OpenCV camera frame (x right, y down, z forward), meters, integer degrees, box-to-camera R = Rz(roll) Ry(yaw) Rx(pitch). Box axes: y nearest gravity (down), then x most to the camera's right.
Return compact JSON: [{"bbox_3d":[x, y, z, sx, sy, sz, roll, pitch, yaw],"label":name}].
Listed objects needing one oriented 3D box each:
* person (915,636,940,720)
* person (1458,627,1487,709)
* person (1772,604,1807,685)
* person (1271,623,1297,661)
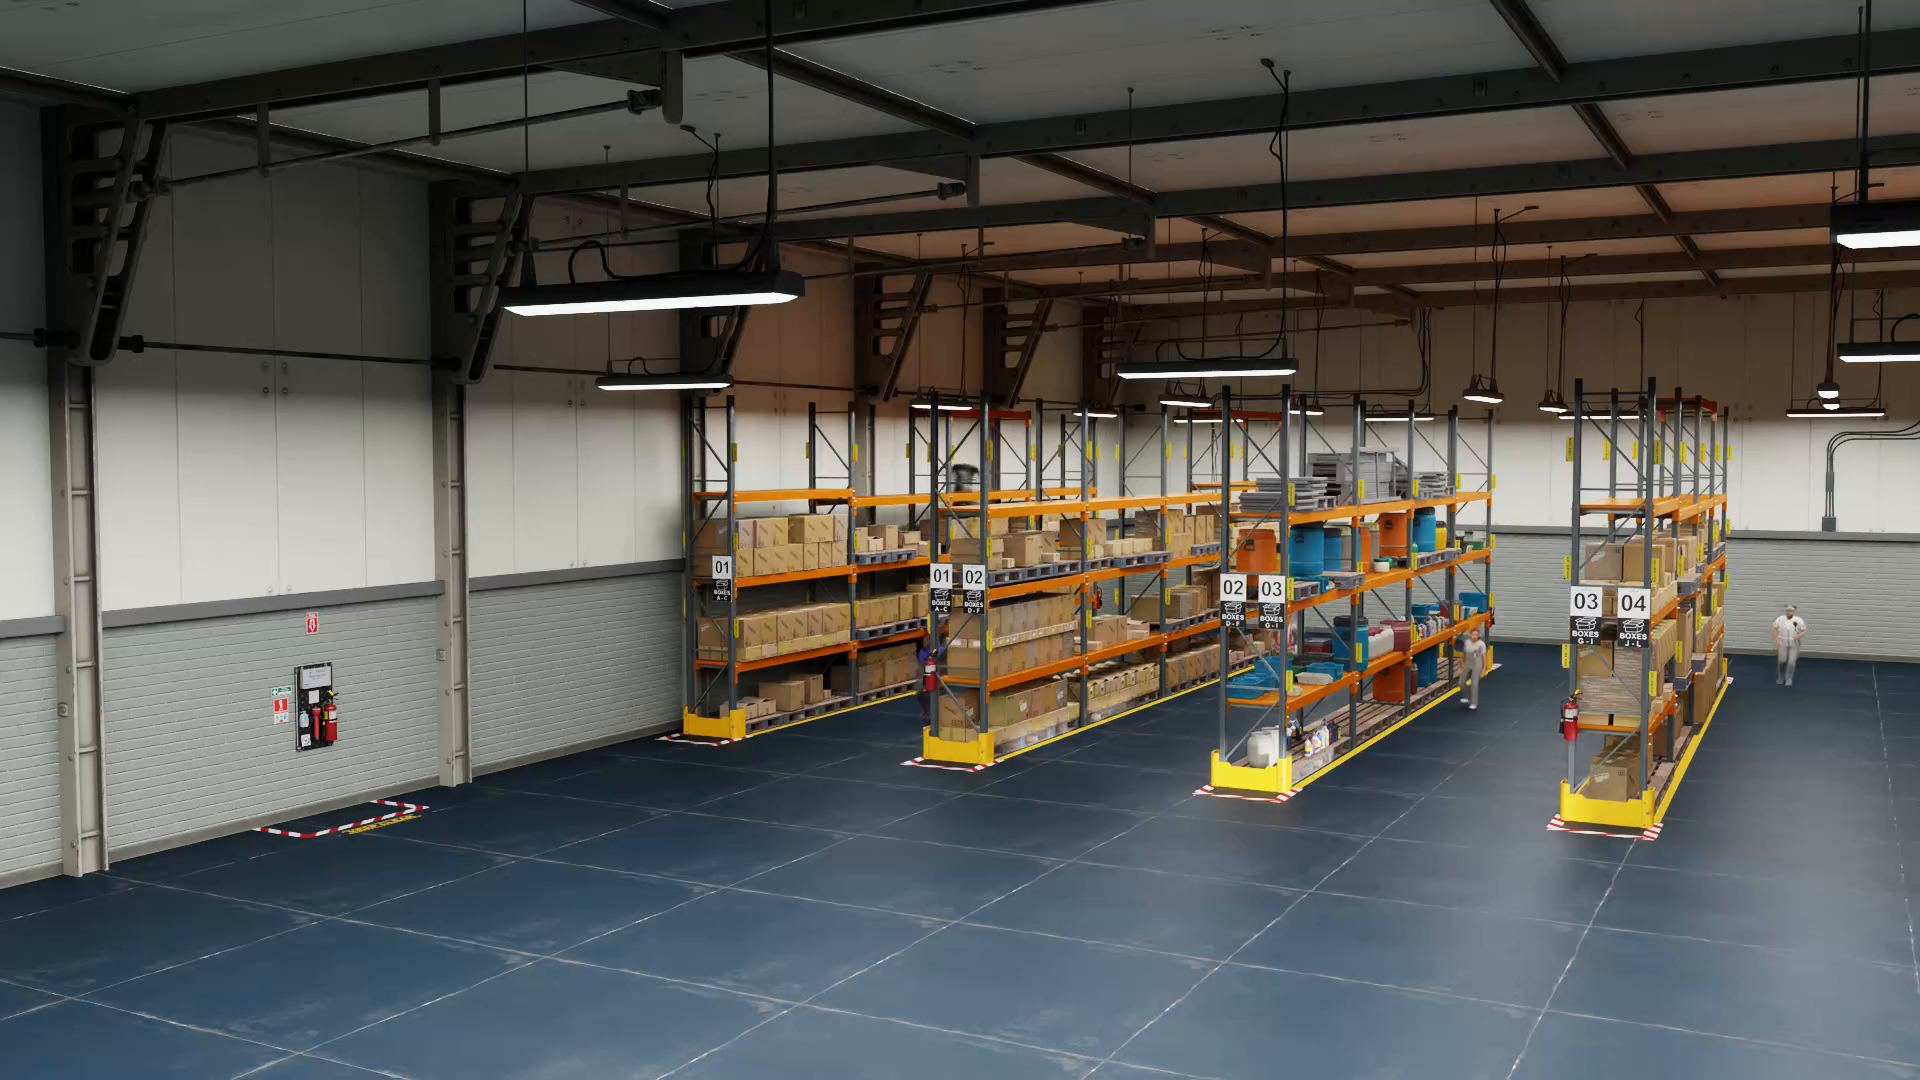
[{"bbox_3d":[-0.602,2.632,30.842,0.572,1.465,0.761,1,3,25],"label":"person"},{"bbox_3d":[10.016,2.486,32.411,0.610,1.616,0.551,2,4,39],"label":"person"},{"bbox_3d":[17.795,2.255,35.673,0.648,1.781,0.671,1,3,23],"label":"person"},{"bbox_3d":[6.703,2.321,34.296,0.606,1.758,0.770,1,3,25],"label":"person"}]
